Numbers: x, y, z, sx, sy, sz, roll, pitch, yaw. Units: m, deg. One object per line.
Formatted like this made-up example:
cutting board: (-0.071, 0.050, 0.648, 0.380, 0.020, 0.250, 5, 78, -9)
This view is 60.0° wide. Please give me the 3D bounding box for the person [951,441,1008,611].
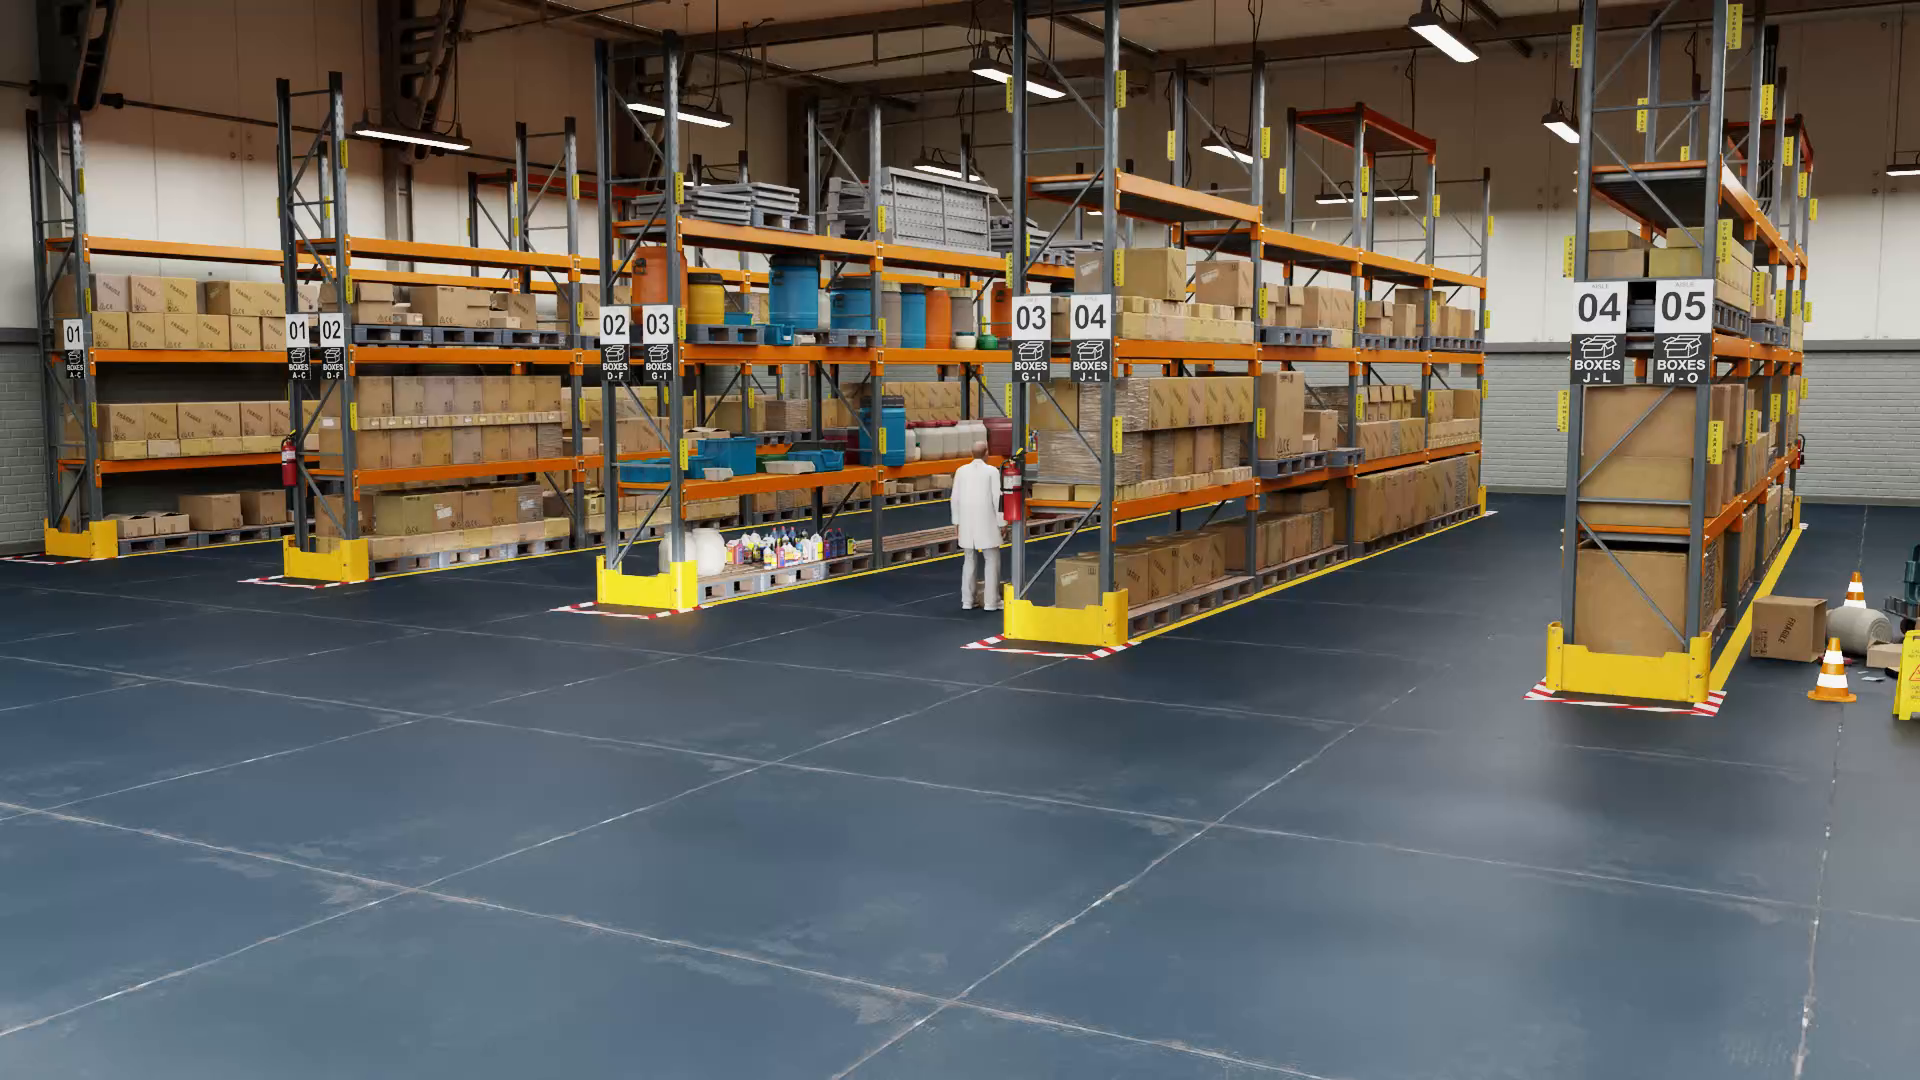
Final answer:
person: (0.211, -0.155, 17.595, 0.648, 1.774, 0.418, 3, 7, 28)
